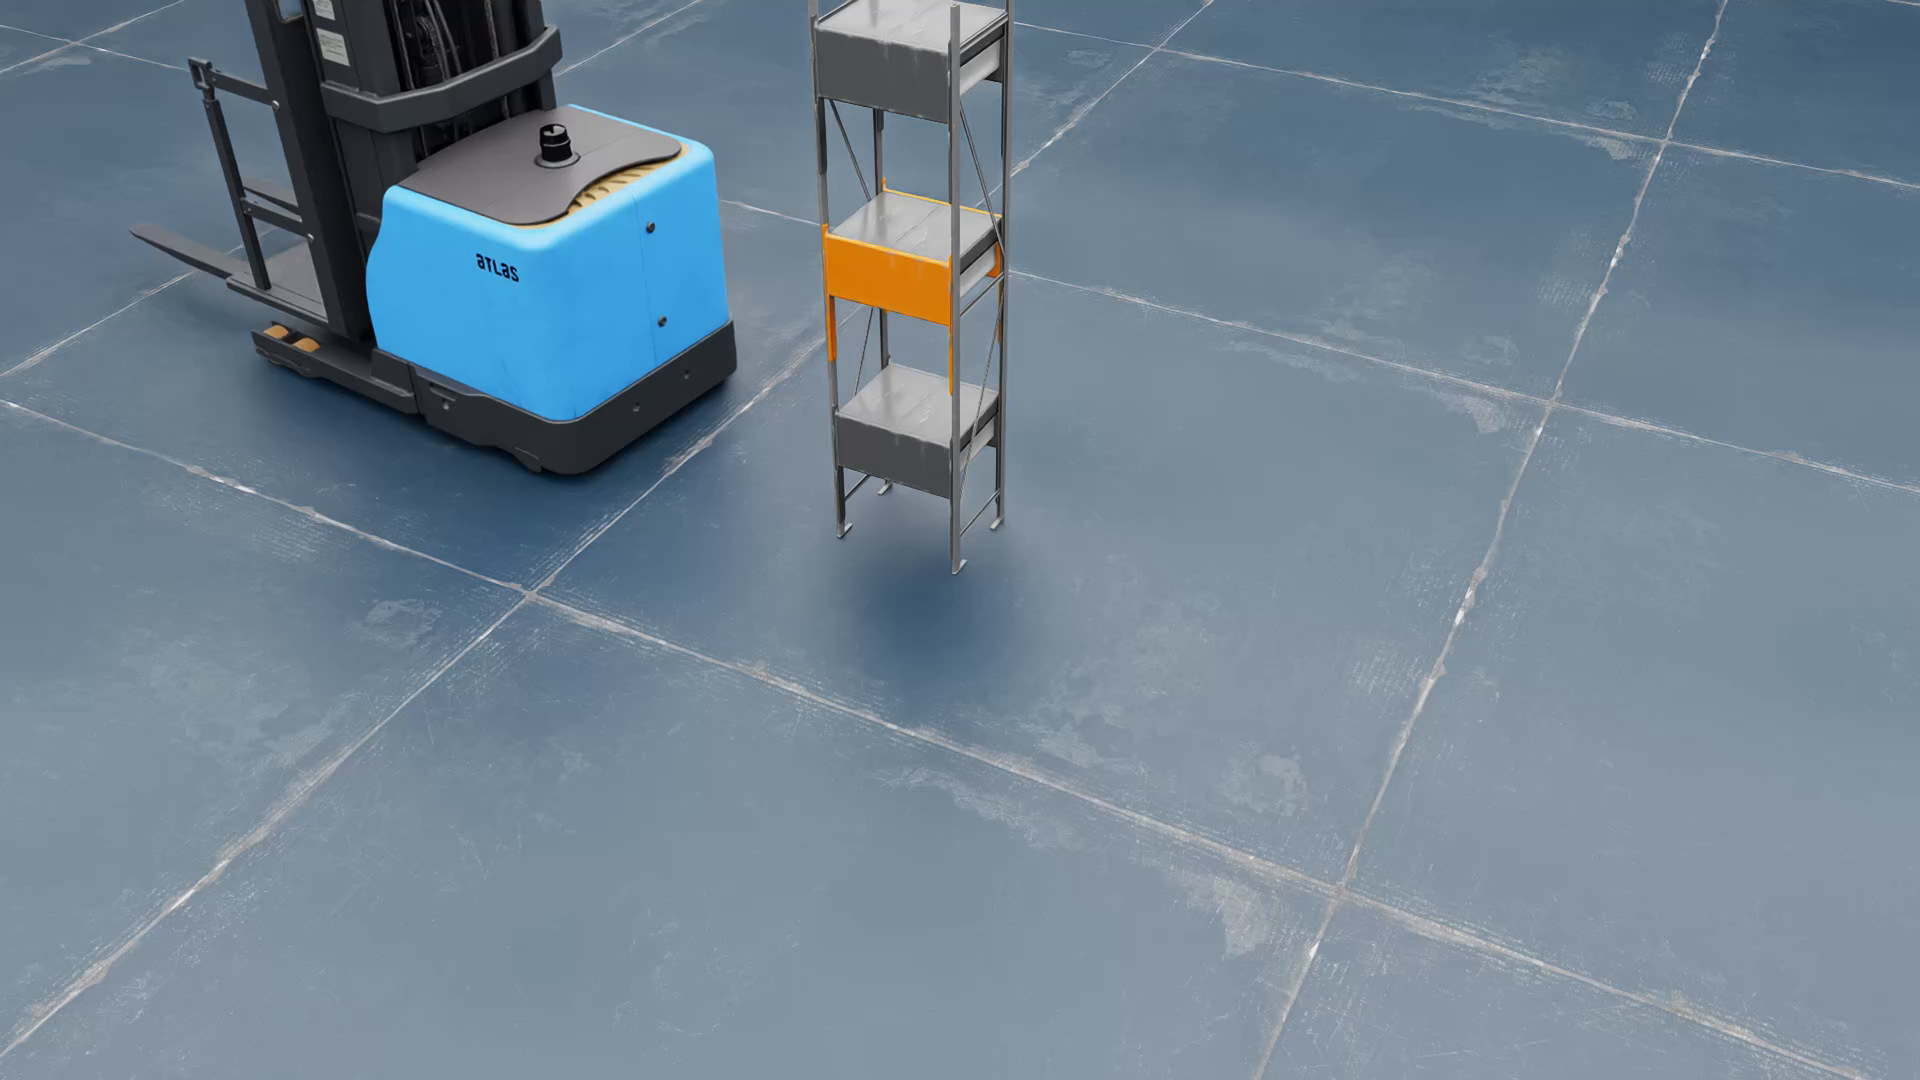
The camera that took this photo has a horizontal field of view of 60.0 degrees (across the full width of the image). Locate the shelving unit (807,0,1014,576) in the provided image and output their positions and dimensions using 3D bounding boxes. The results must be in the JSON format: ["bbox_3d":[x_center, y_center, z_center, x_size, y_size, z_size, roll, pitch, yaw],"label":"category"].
[{"bbox_3d":[-0.147,-0.882,5.676,0.503,2.100,0.431,17,41,21],"label":"shelving unit"}]

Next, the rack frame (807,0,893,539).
[{"bbox_3d":[-0.364,-0.950,5.765,0.015,2.100,0.400,17,41,21],"label":"rack frame"}]

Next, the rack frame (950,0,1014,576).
[{"bbox_3d":[0.070,-0.815,5.586,0.015,2.100,0.400,17,41,21],"label":"rack frame"}]

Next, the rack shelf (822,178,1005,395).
[{"bbox_3d":[-0.147,-0.872,5.684,0.480,0.518,0.431,17,41,21],"label":"rack shelf"}]

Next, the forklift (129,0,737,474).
[{"bbox_3d":[-2.461,-2.111,6.607,3.031,2.935,1.130,22,42,26],"label":"forklift"}]

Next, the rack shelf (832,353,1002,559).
[{"bbox_3d":[-0.147,-0.314,6.107,0.480,0.518,0.431,17,41,21],"label":"rack shelf"}]

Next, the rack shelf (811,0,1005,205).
[{"bbox_3d":[-0.147,-1.429,5.261,0.480,0.518,0.431,17,41,21],"label":"rack shelf"}]
